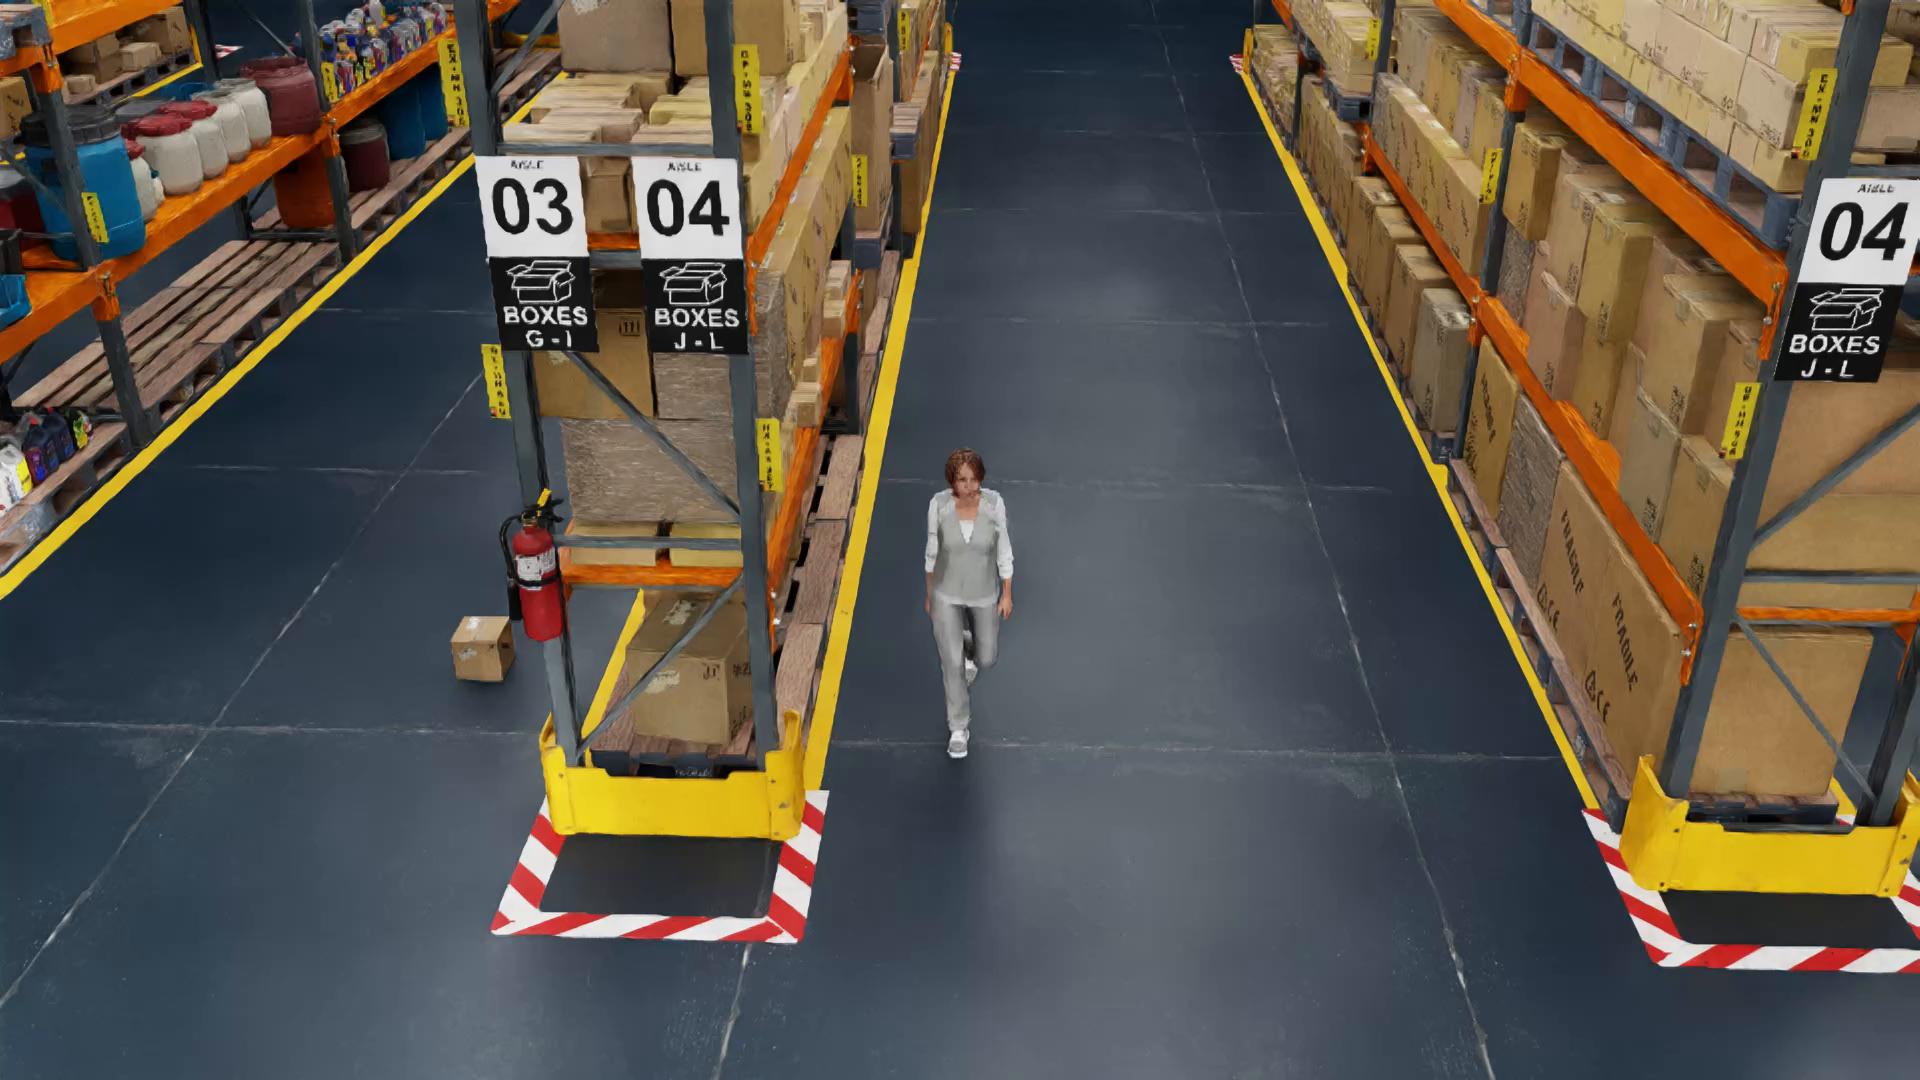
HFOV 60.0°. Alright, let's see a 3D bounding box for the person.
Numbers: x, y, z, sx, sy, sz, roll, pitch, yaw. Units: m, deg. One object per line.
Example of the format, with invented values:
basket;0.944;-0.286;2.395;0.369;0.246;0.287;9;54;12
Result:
person;0.041;0.235;8.165;0.428;1.570;0.722;-2;28;-4
